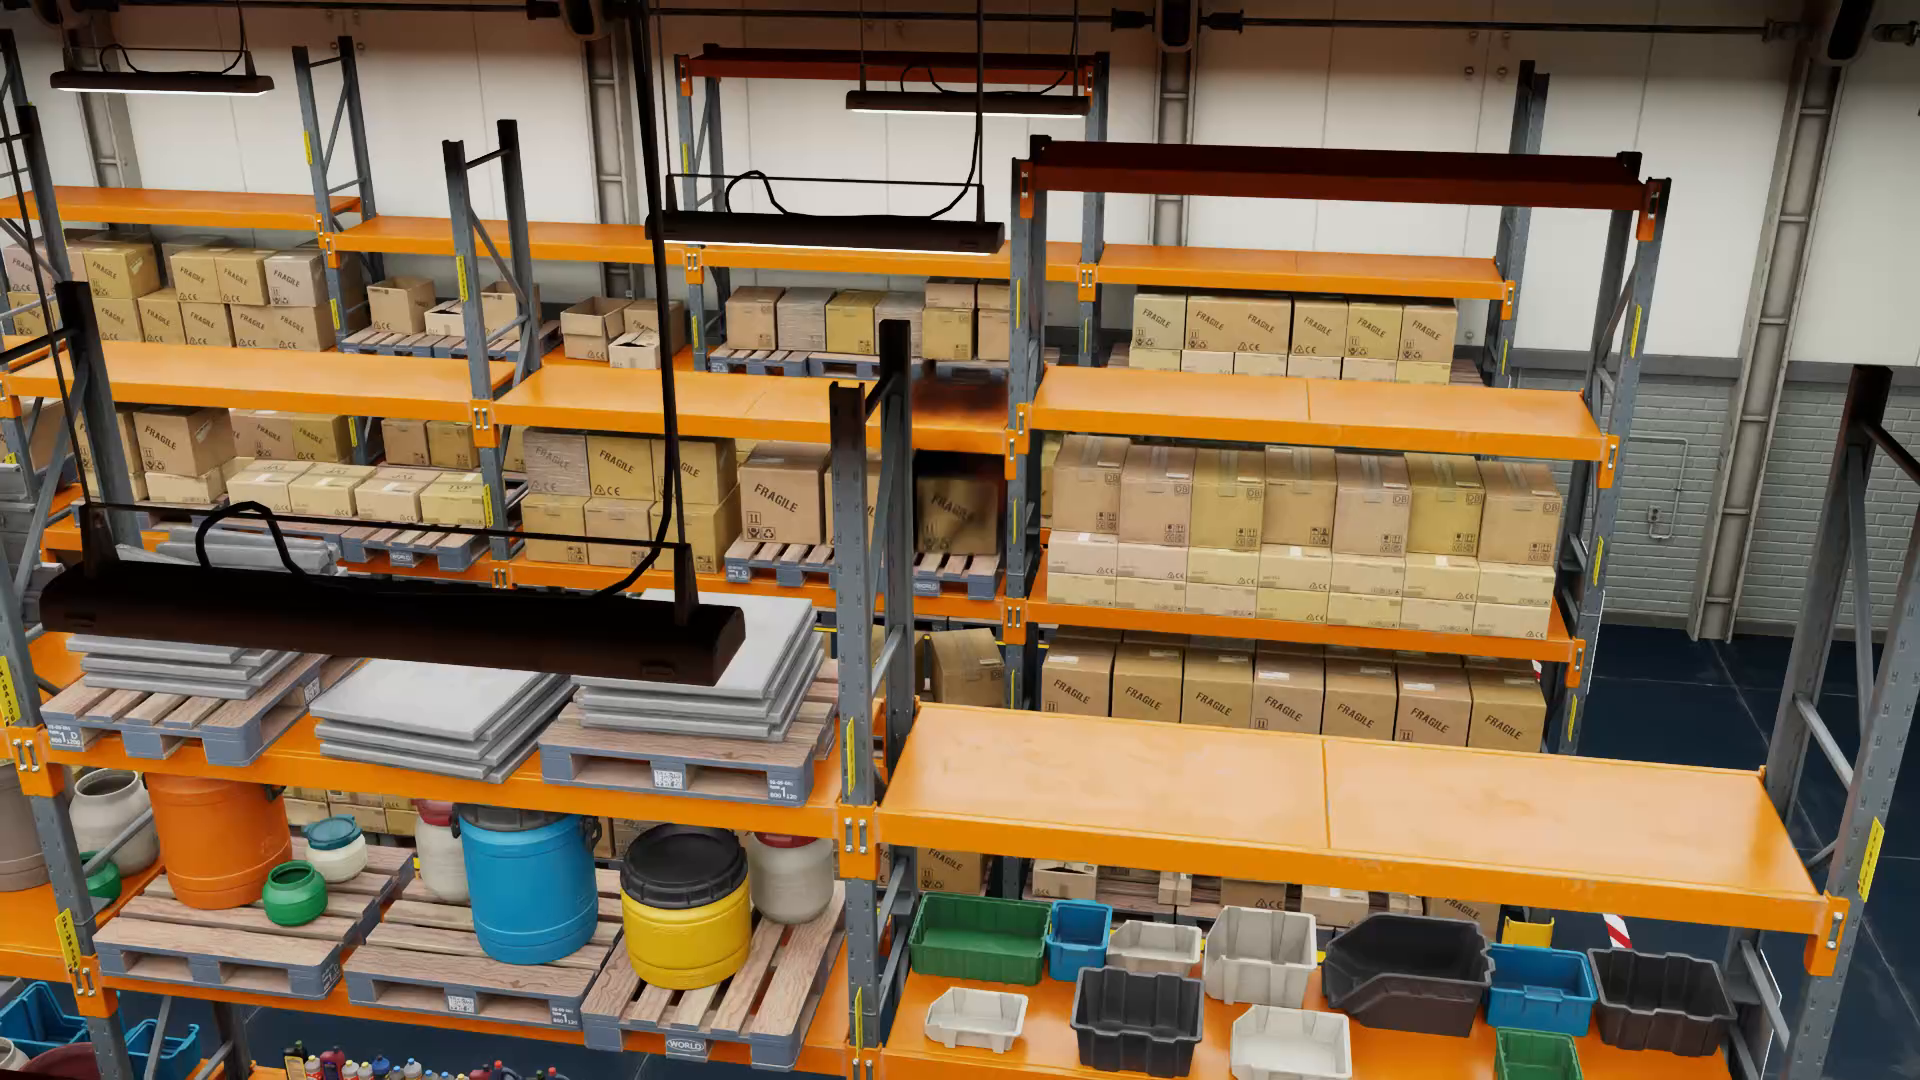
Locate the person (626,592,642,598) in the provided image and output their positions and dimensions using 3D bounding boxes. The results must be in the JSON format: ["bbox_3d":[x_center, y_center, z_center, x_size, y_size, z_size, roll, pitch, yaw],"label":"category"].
[{"bbox_3d":[-3.101,0.509,16.880,0.627,1.794,0.516,9,25,20],"label":"person"}]
